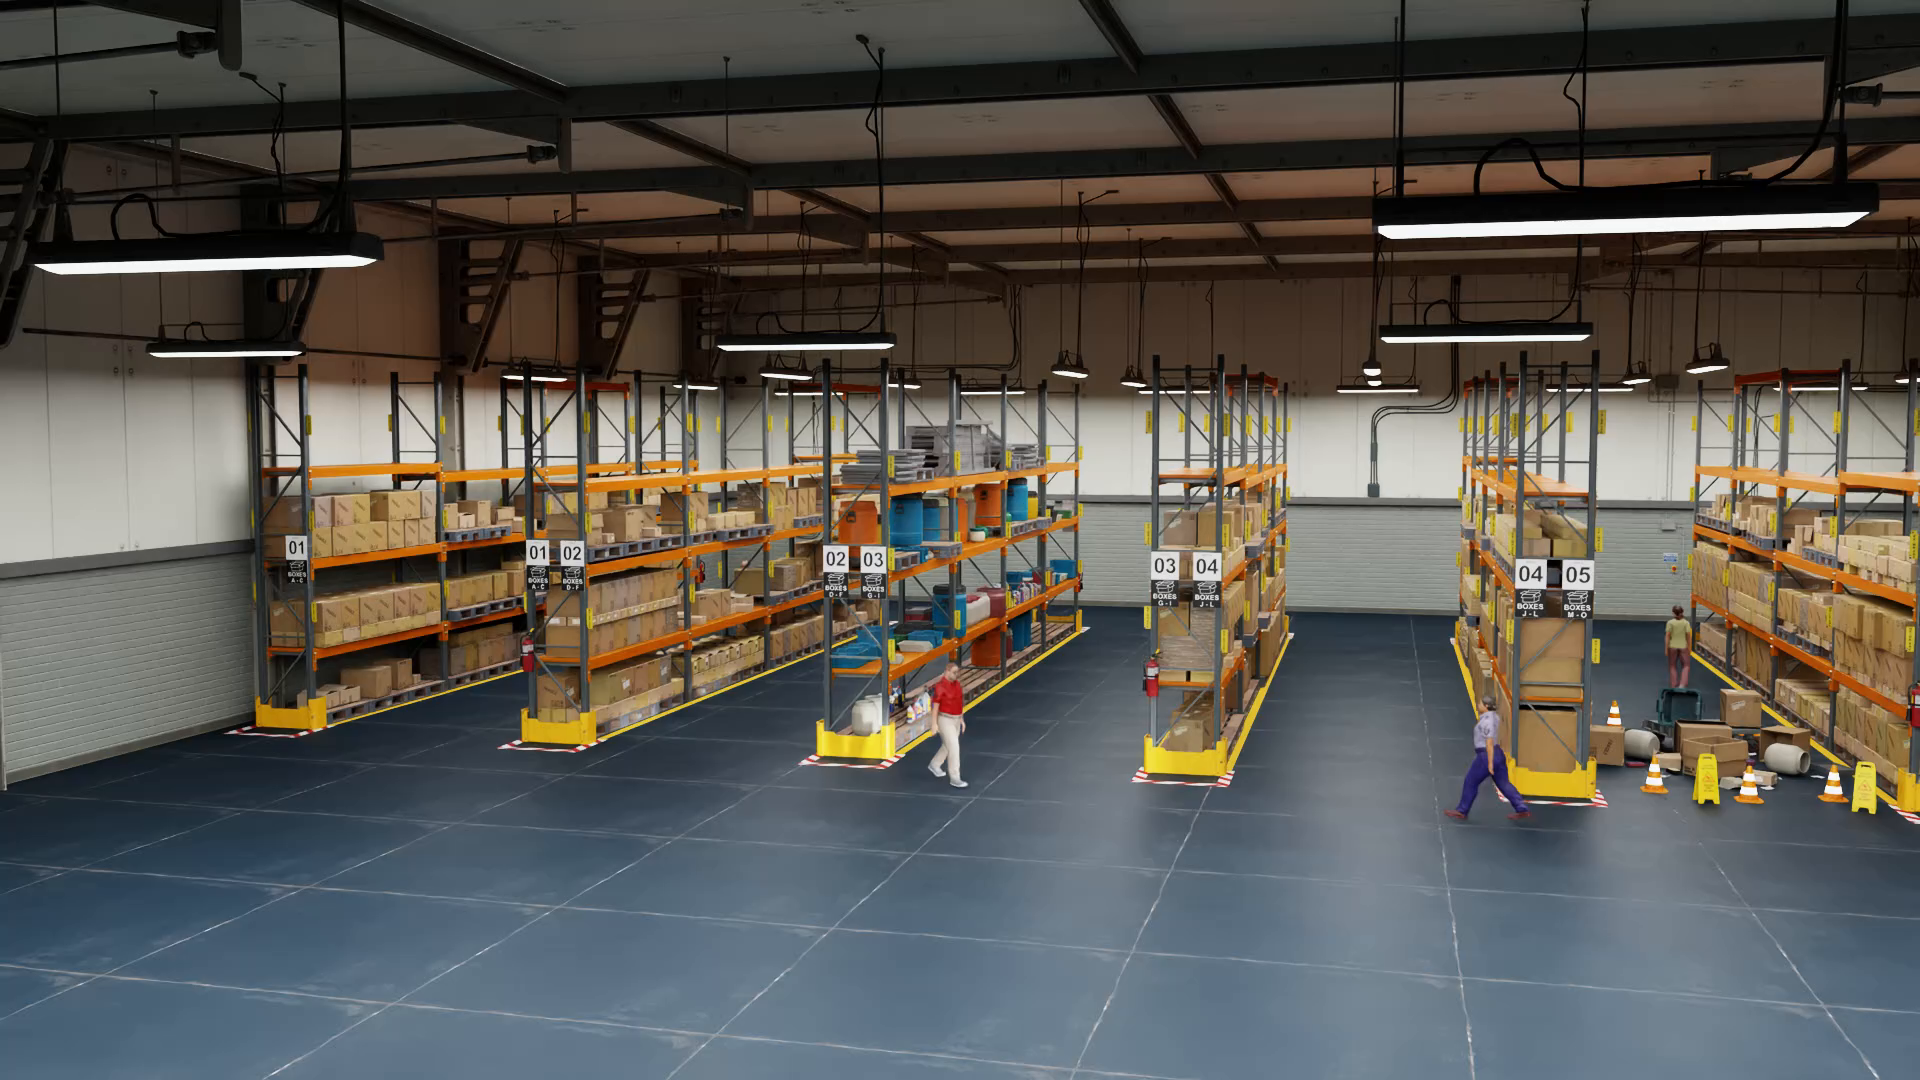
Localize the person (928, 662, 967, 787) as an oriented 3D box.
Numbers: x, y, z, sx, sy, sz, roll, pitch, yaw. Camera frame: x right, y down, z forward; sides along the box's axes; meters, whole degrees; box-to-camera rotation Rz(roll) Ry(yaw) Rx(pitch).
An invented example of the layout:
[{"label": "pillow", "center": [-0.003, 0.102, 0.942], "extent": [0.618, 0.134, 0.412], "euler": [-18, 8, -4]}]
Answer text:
[{"label": "person", "center": [-0.166, 2.548, 23.305], "extent": [0.897, 1.685, 0.548], "euler": [3, 5, 33]}]

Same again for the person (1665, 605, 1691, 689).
[{"label": "person", "center": [13.363, 2.043, 30.918], "extent": [0.494, 1.669, 0.534], "euler": [1, 4, 15]}]

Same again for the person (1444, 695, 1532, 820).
[{"label": "person", "center": [6.672, 2.750, 20.985], "extent": [1.042, 1.592, 0.489], "euler": [2, 5, 31]}]

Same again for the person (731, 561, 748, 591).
[{"label": "person", "center": [-5.199, 1.370, 39.848], "extent": [0.575, 1.713, 1.141], "euler": [1, 4, 17]}]
